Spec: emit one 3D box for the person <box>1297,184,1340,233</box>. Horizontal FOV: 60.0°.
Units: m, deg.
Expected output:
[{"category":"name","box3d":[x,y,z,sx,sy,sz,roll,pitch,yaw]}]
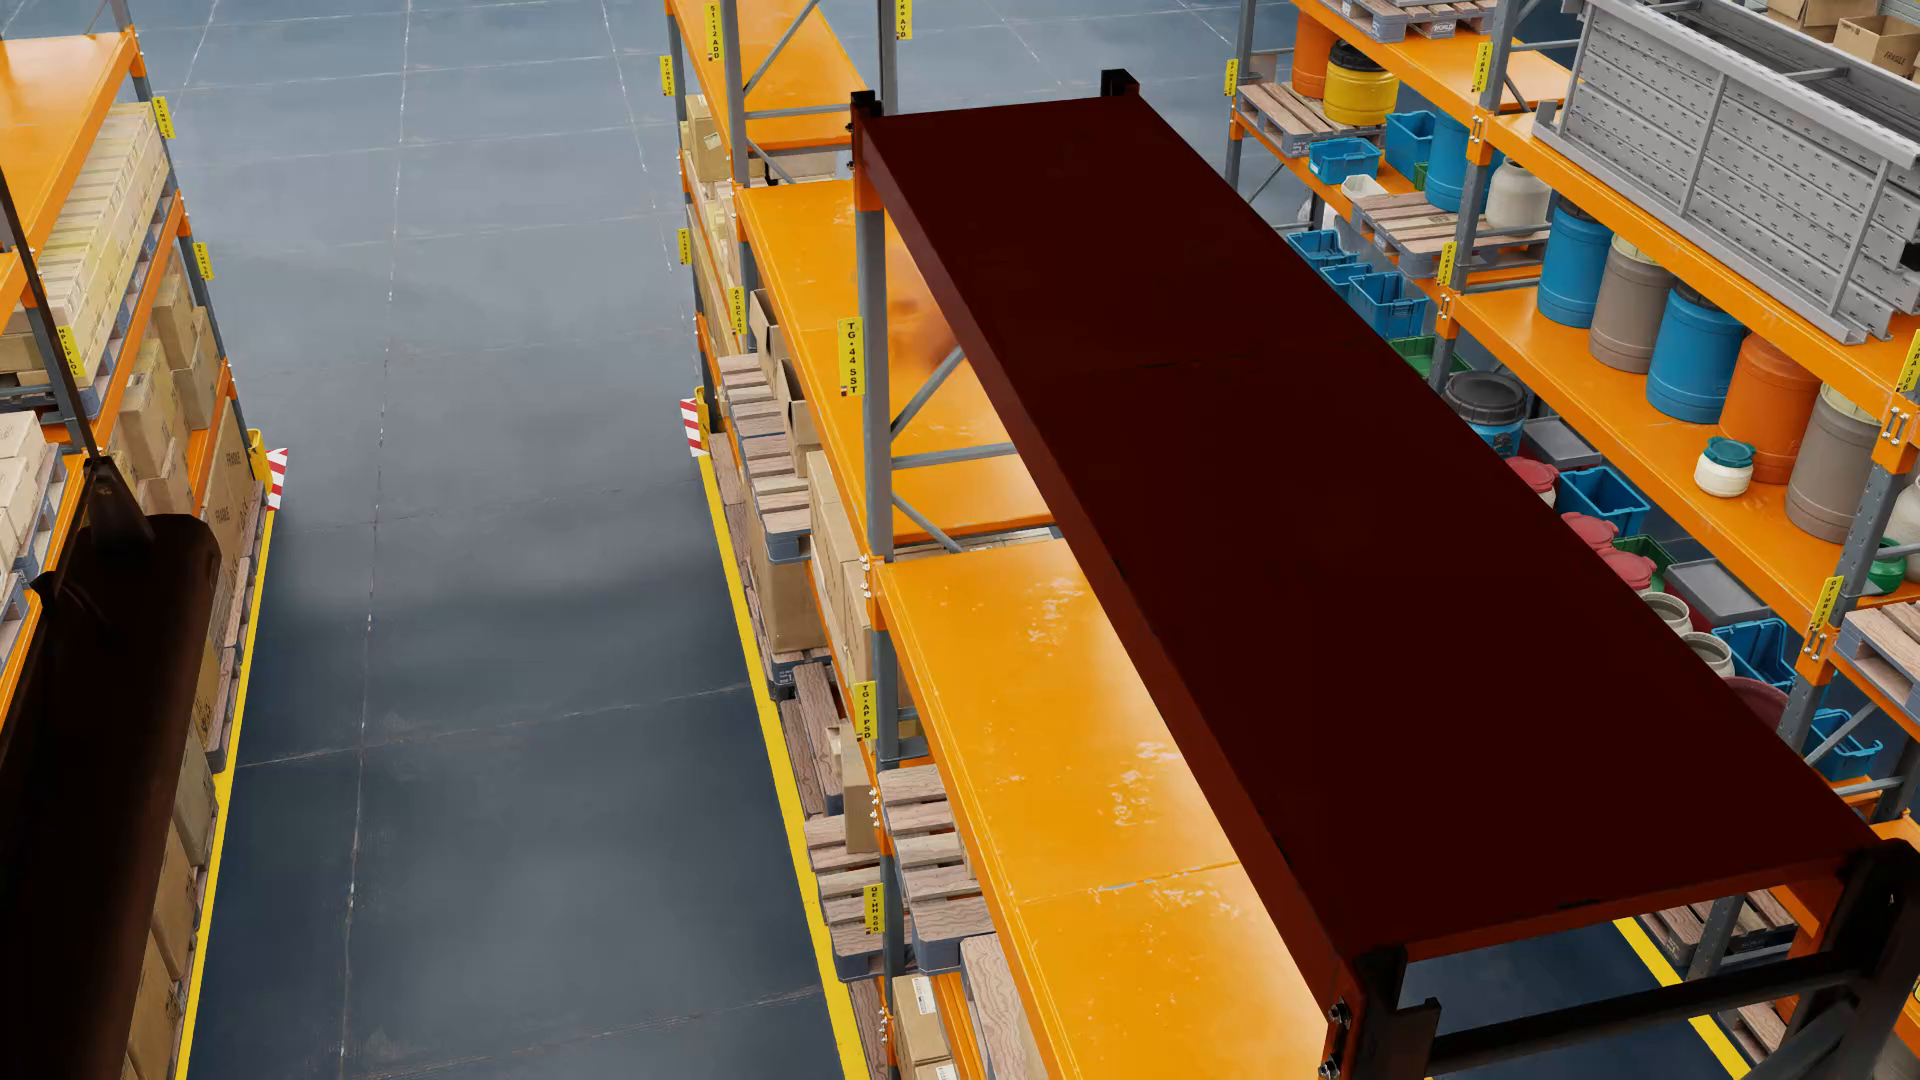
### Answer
[{"category":"person","box3d":[3.590,-3.039,17.020,0.535,1.692,0.765,28,43,34]}]
